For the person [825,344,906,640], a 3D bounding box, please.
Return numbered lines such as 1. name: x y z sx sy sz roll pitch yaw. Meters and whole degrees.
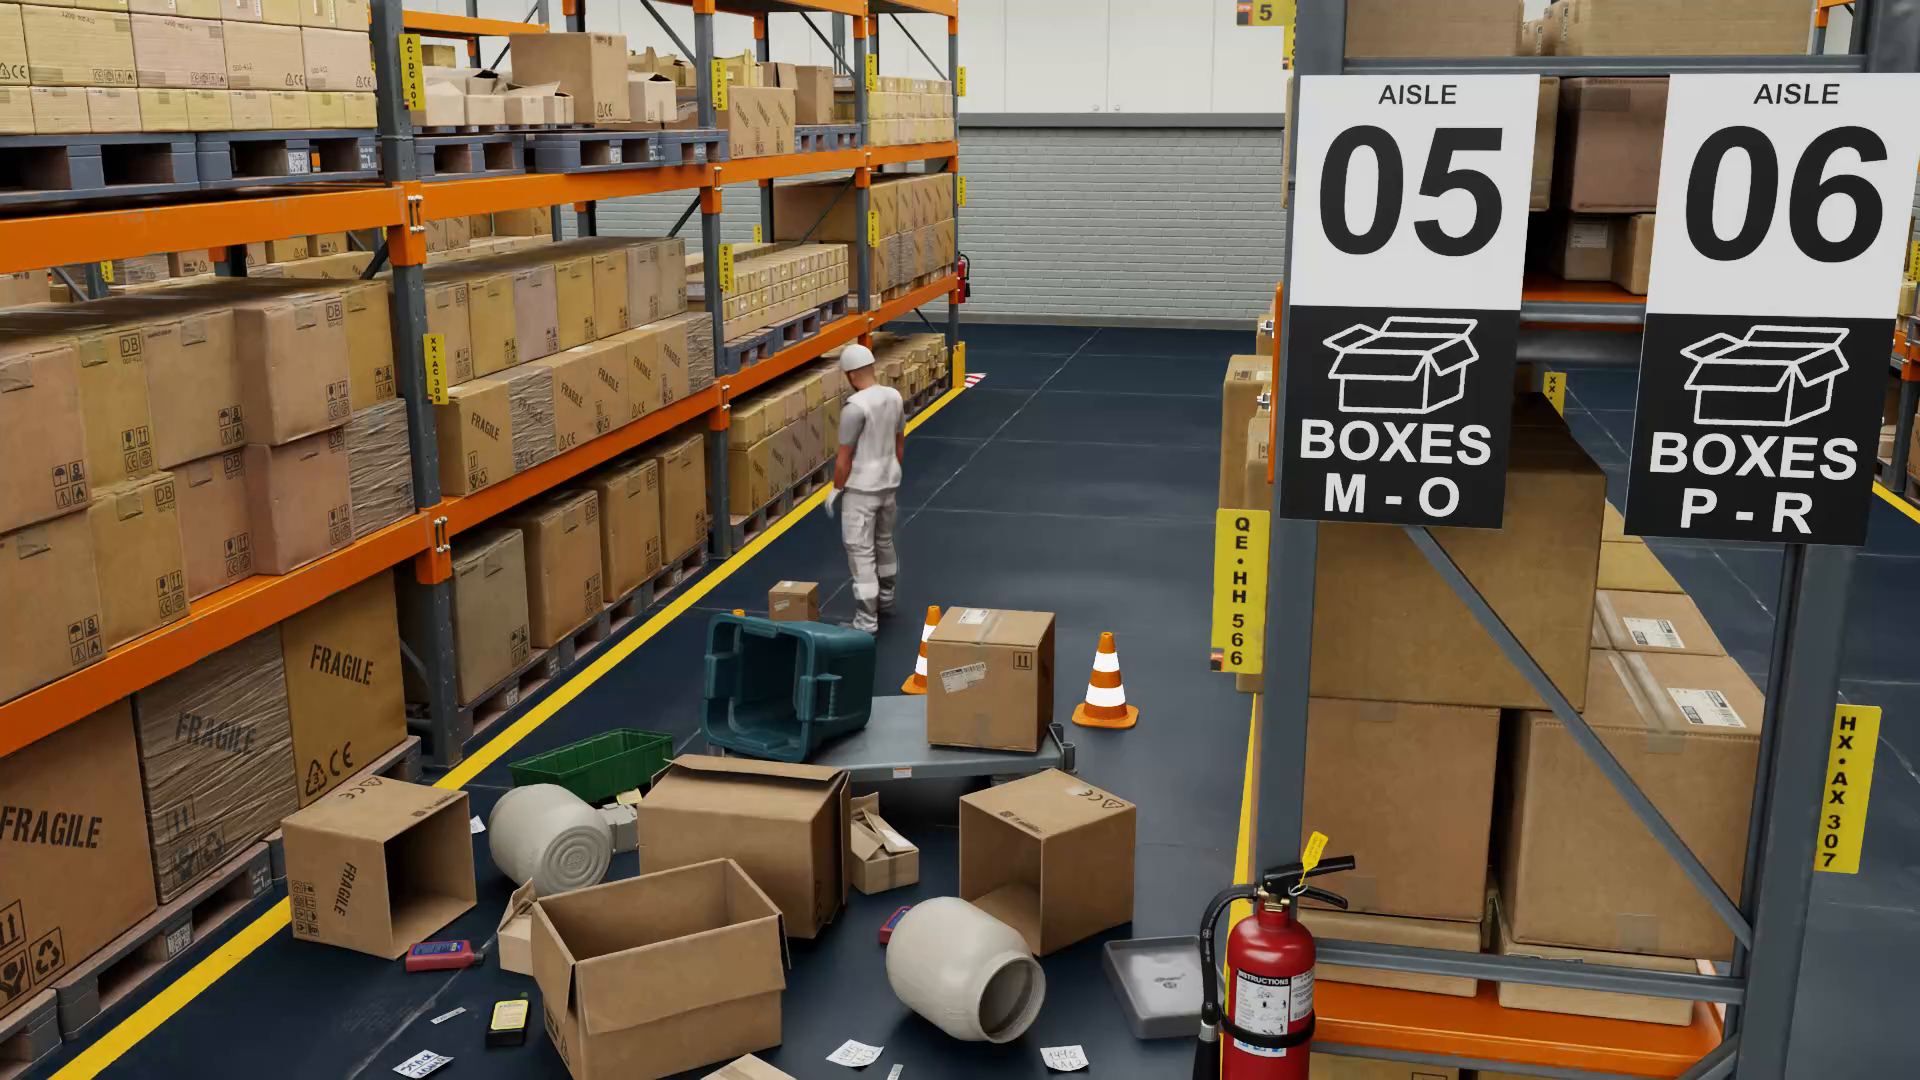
1. person: -0.605 -0.336 10.221 0.568 1.776 0.690 10 18 34
